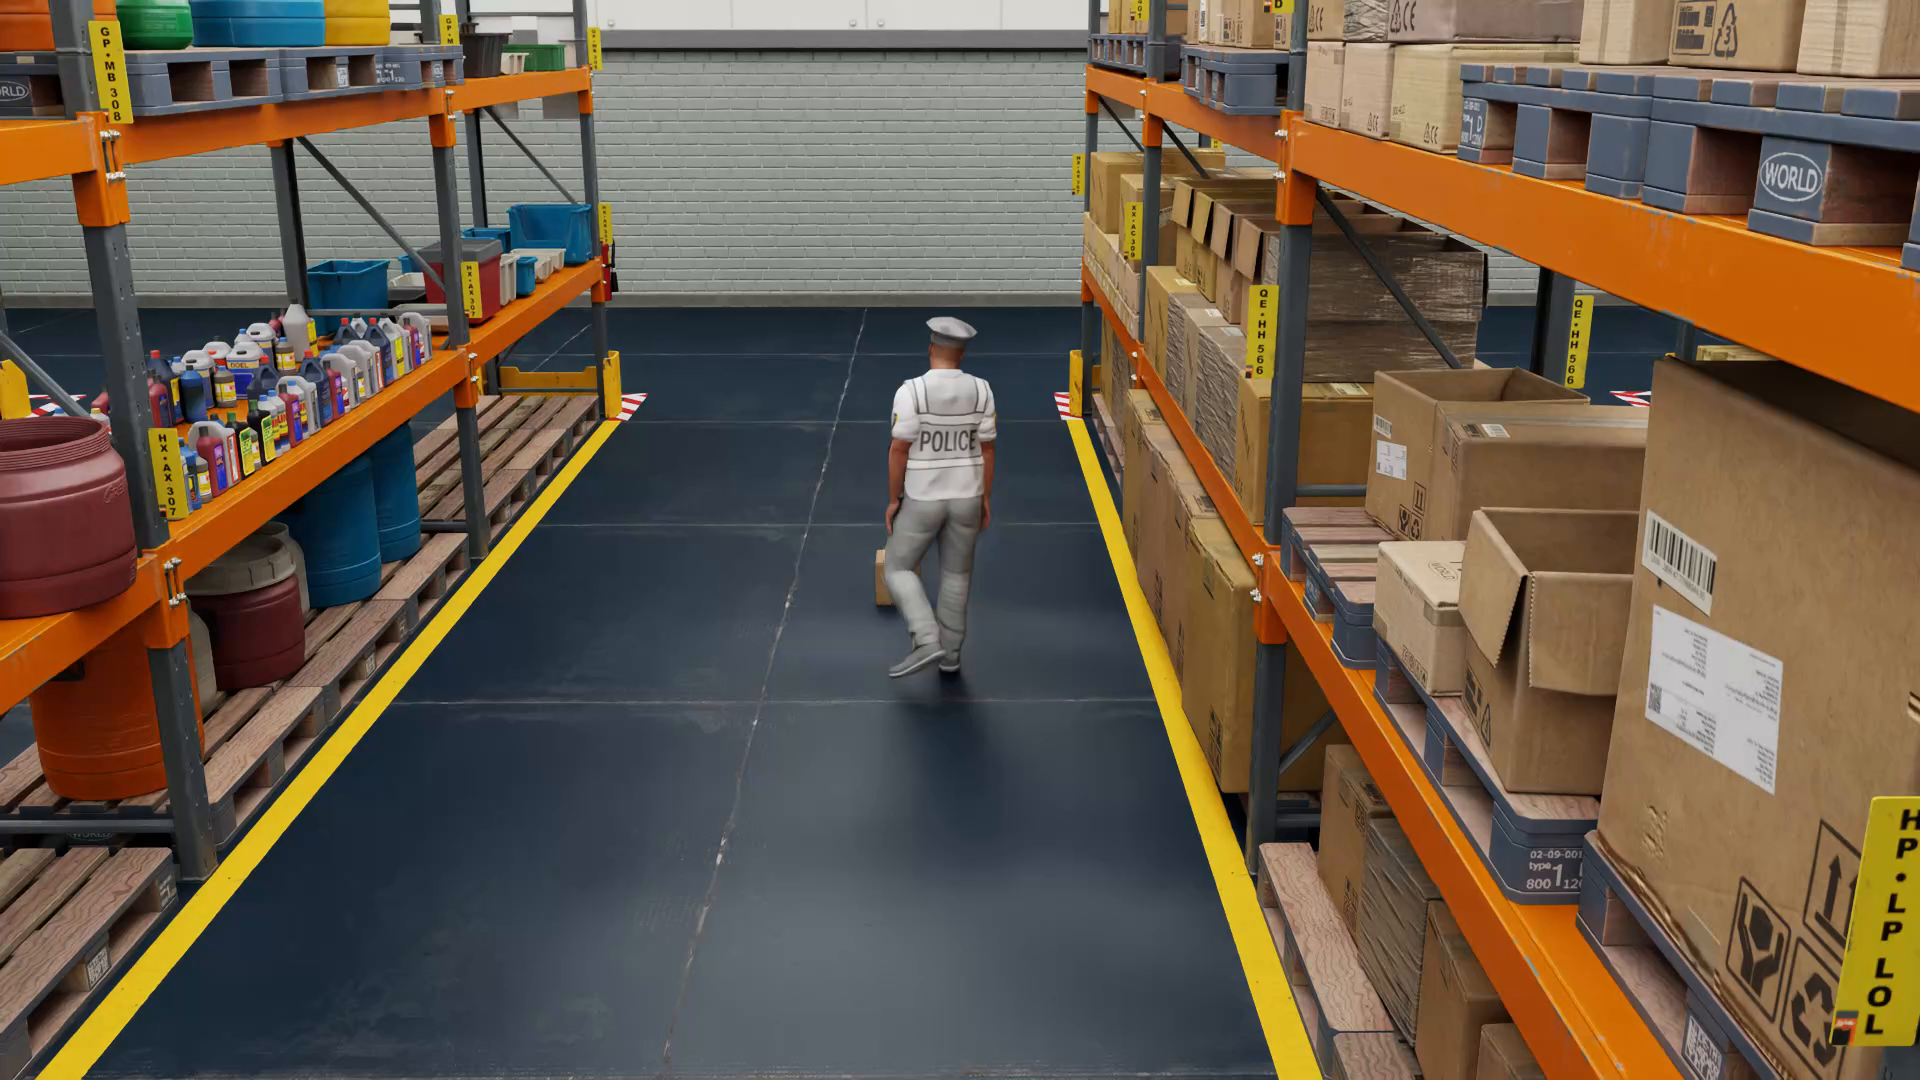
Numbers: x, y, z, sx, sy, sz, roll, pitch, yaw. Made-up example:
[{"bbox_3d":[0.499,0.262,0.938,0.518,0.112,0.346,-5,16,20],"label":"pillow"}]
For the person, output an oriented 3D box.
[{"bbox_3d":[-0.092,-0.177,8.047,0.594,1.739,0.558,-5,18,-17],"label":"person"}]
